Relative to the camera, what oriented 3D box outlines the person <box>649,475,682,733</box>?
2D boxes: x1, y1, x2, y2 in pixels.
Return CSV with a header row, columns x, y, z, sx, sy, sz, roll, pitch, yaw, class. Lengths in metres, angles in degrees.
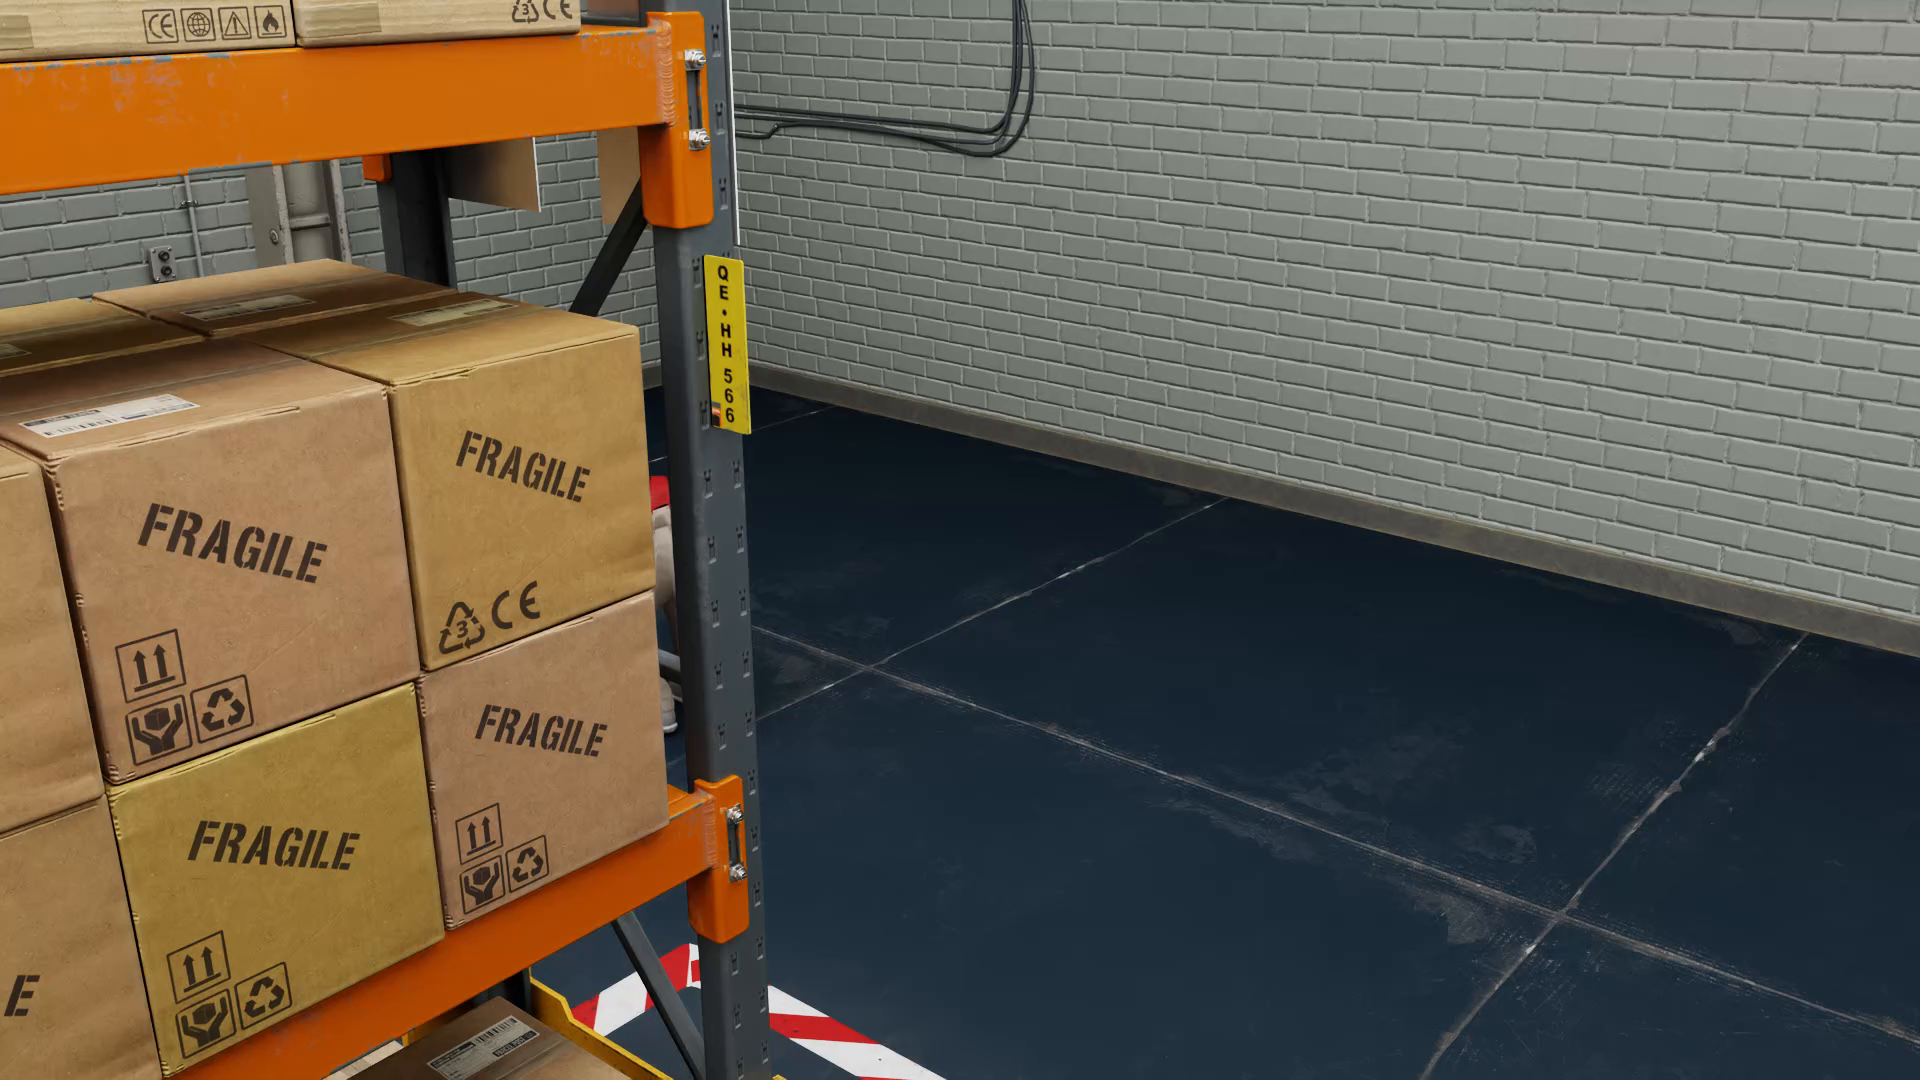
x,y,z,sx,sy,sz,roll,pitch,yaw,class
-1.311,0.202,6.644,0.958,0.976,0.530,14,24,34,person
